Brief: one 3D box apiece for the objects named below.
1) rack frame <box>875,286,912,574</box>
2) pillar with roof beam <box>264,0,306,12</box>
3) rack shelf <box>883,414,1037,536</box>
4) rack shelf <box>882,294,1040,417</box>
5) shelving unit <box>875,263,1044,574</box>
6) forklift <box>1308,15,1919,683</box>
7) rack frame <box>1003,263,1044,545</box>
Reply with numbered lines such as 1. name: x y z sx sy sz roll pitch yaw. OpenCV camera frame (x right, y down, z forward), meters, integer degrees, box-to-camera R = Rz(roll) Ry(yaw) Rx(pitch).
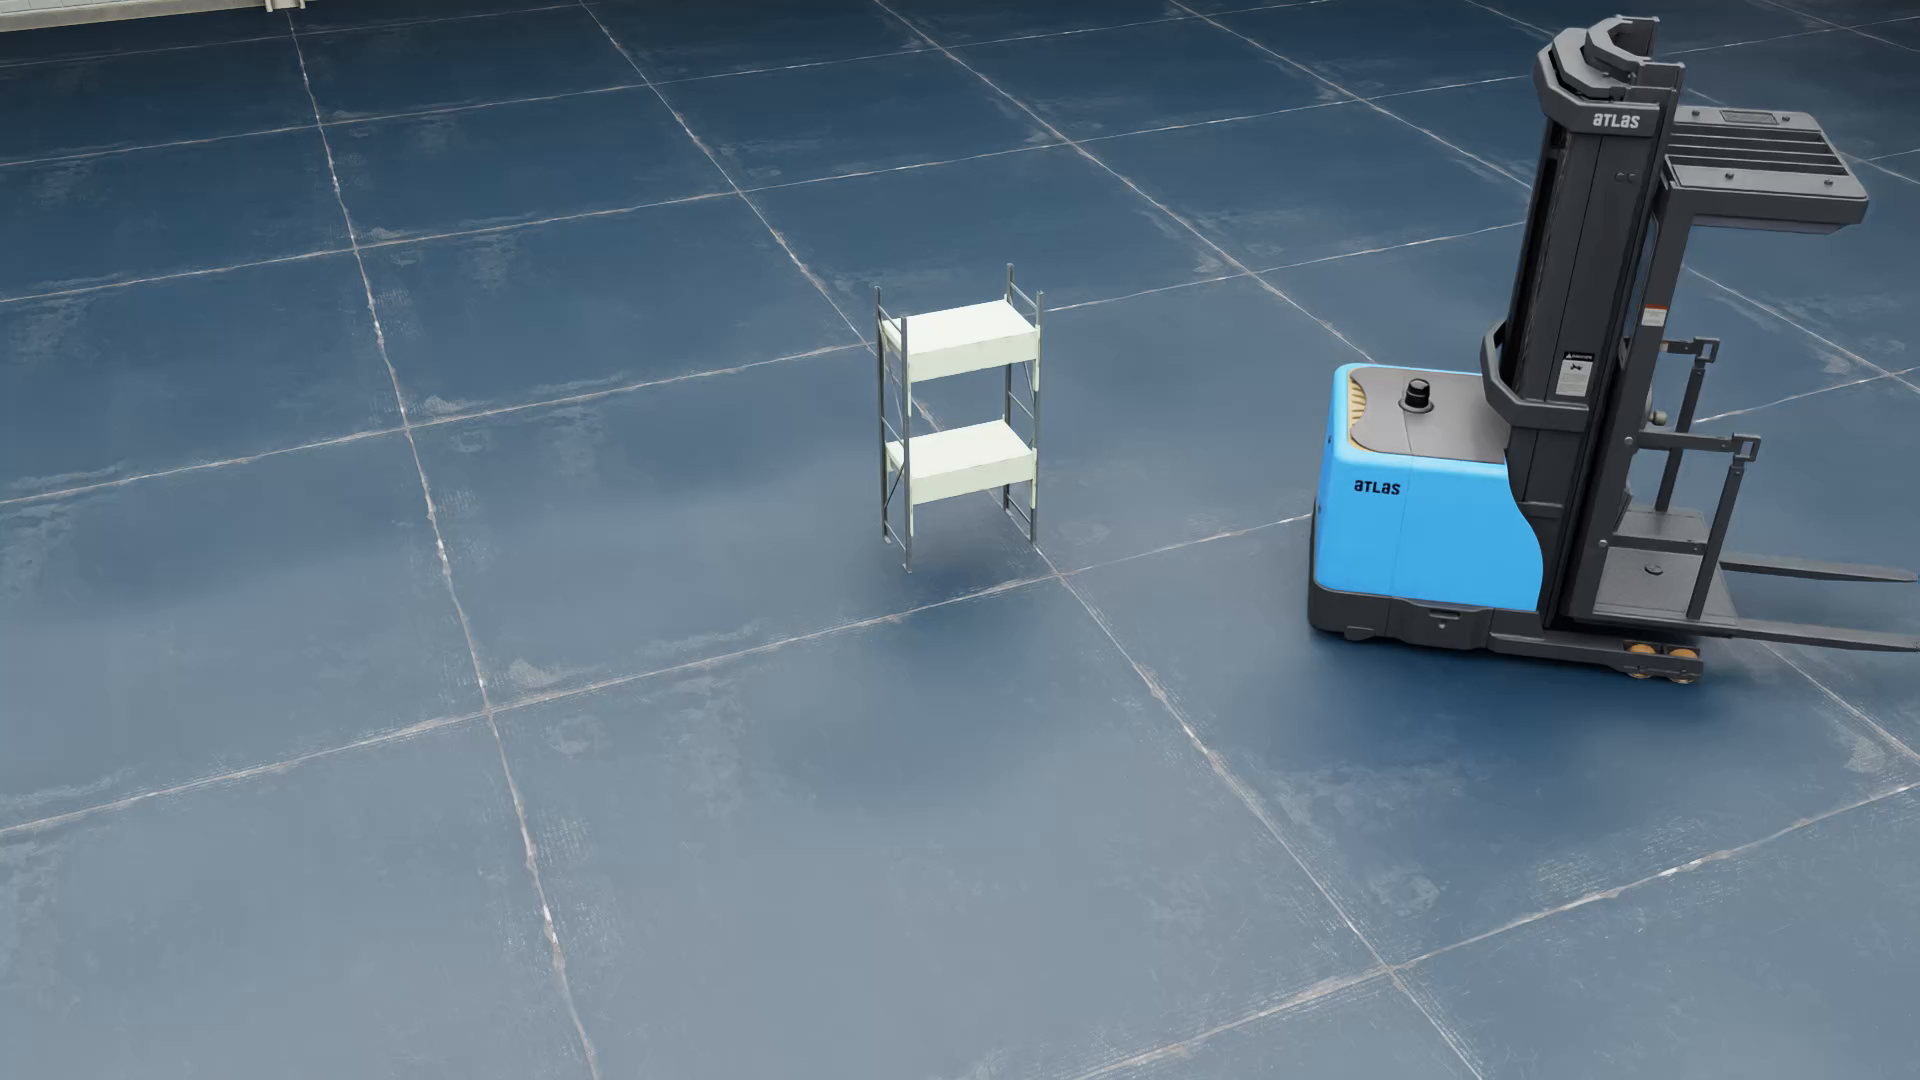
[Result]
1. rack frame: -0.344 -0.550 8.638 0.023 1.500 0.400 -13 35 -19
2. pillar with roof beam: -5.674 -7.416 12.314 0.400 9.000 9.100 -13 35 -19
3. rack shelf: -0.006 -0.354 8.935 0.720 0.370 0.431 -13 35 -19
4. rack shelf: -0.006 -0.954 8.544 0.720 0.370 0.431 -13 35 -19
5. shelving unit: -0.006 -0.627 8.757 0.755 1.500 0.431 -13 35 -19
6. forklift: 3.333 -0.847 7.783 3.031 2.935 1.130 6 34 9
7. rack frame: 0.331 -0.704 8.876 0.023 1.500 0.400 -13 35 -19
